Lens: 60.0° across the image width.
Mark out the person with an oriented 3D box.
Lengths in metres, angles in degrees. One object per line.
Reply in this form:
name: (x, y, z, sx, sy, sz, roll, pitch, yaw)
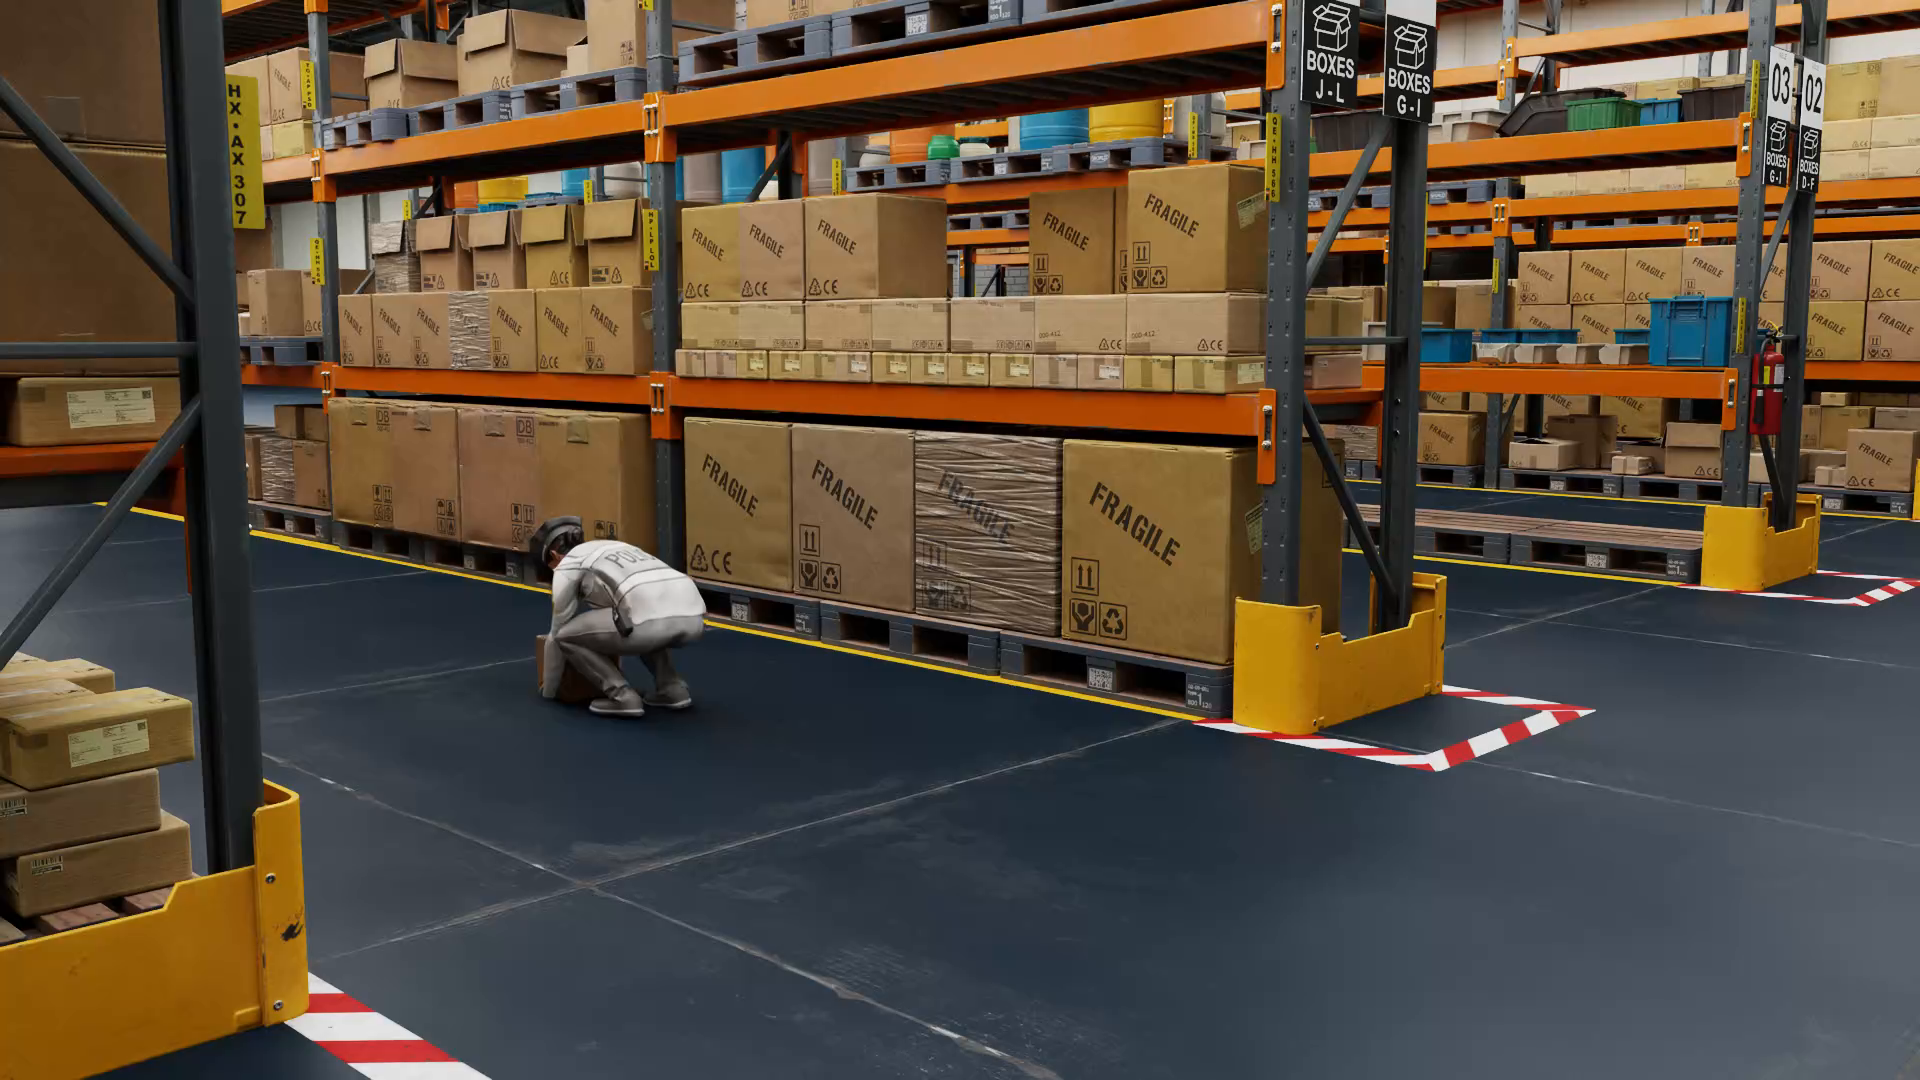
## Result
person: (-1.438, 0.340, 6.913, 0.886, 0.853, 0.474, 7, 10, 43)
